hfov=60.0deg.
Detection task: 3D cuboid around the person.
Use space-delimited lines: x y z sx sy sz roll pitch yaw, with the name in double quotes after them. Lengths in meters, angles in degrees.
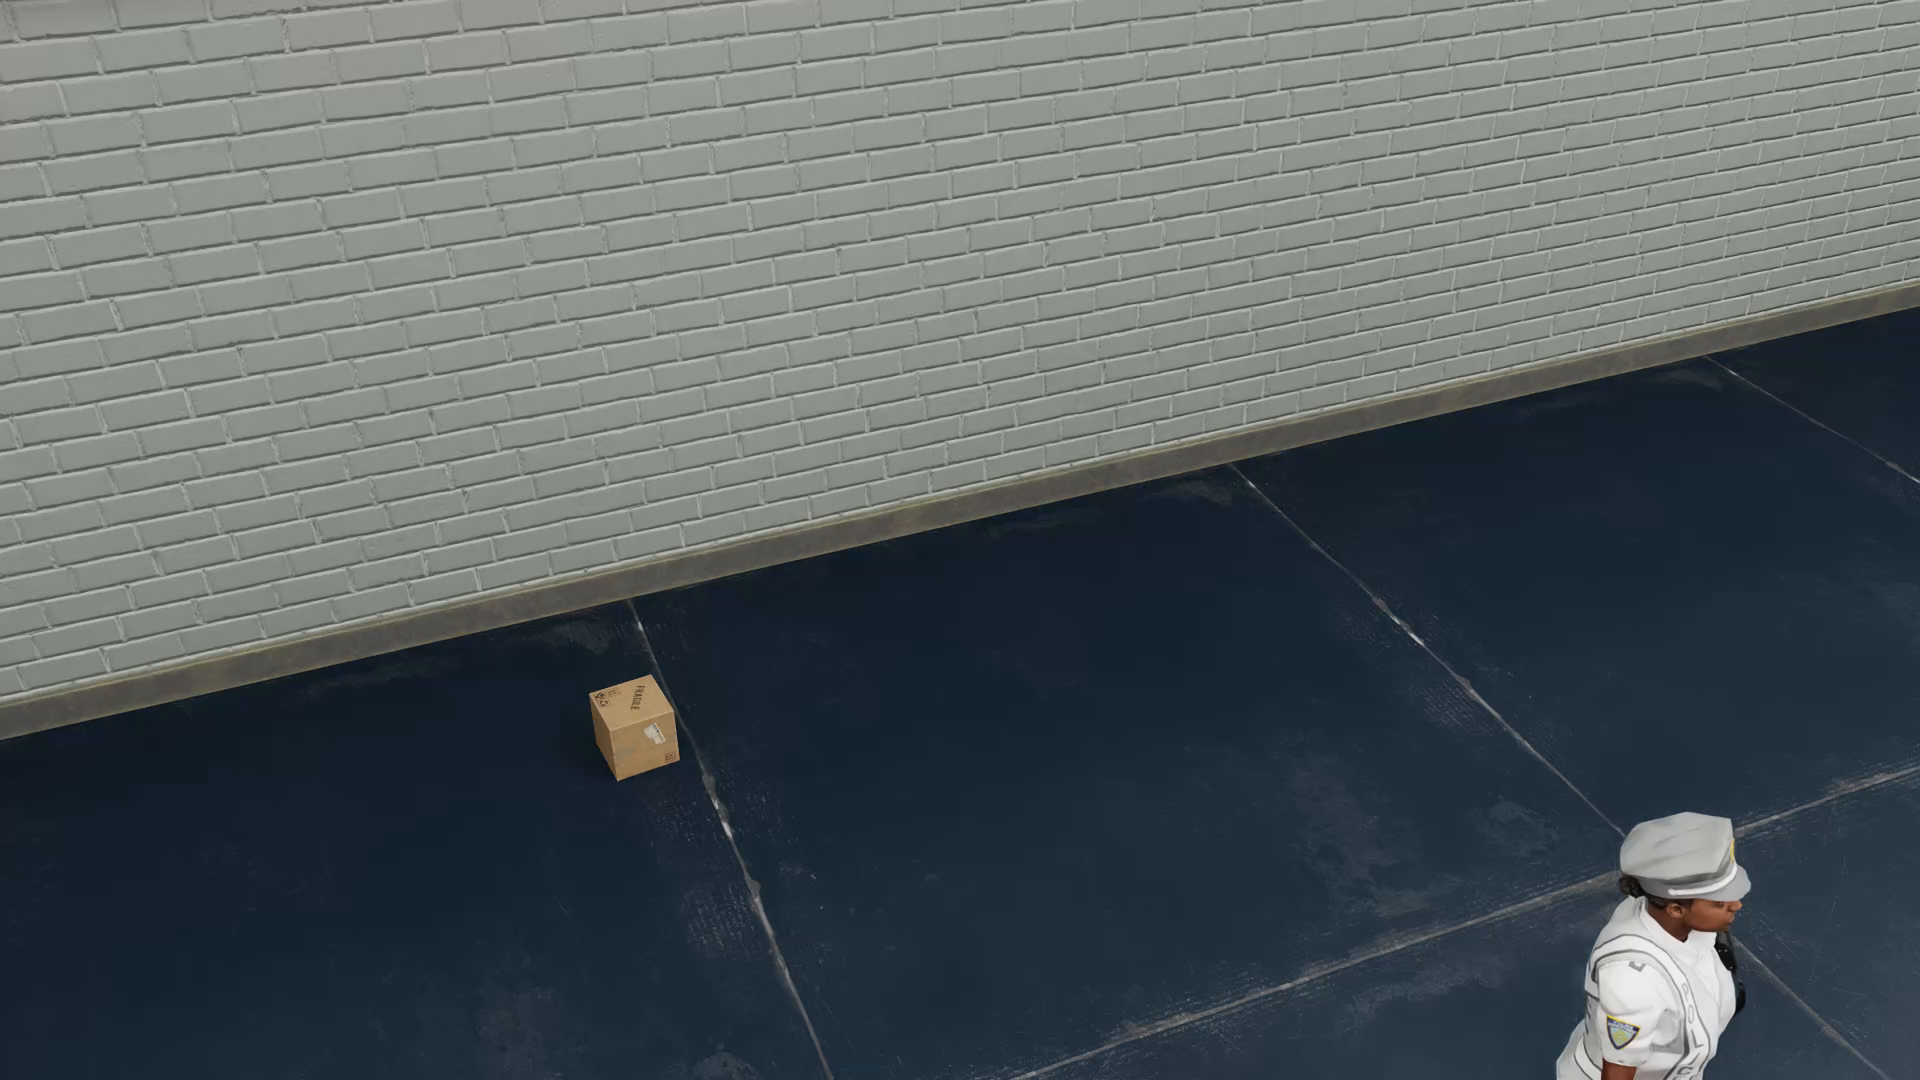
1.593 1.319 4.097 0.663 1.680 0.432 26 41 33 "person"
